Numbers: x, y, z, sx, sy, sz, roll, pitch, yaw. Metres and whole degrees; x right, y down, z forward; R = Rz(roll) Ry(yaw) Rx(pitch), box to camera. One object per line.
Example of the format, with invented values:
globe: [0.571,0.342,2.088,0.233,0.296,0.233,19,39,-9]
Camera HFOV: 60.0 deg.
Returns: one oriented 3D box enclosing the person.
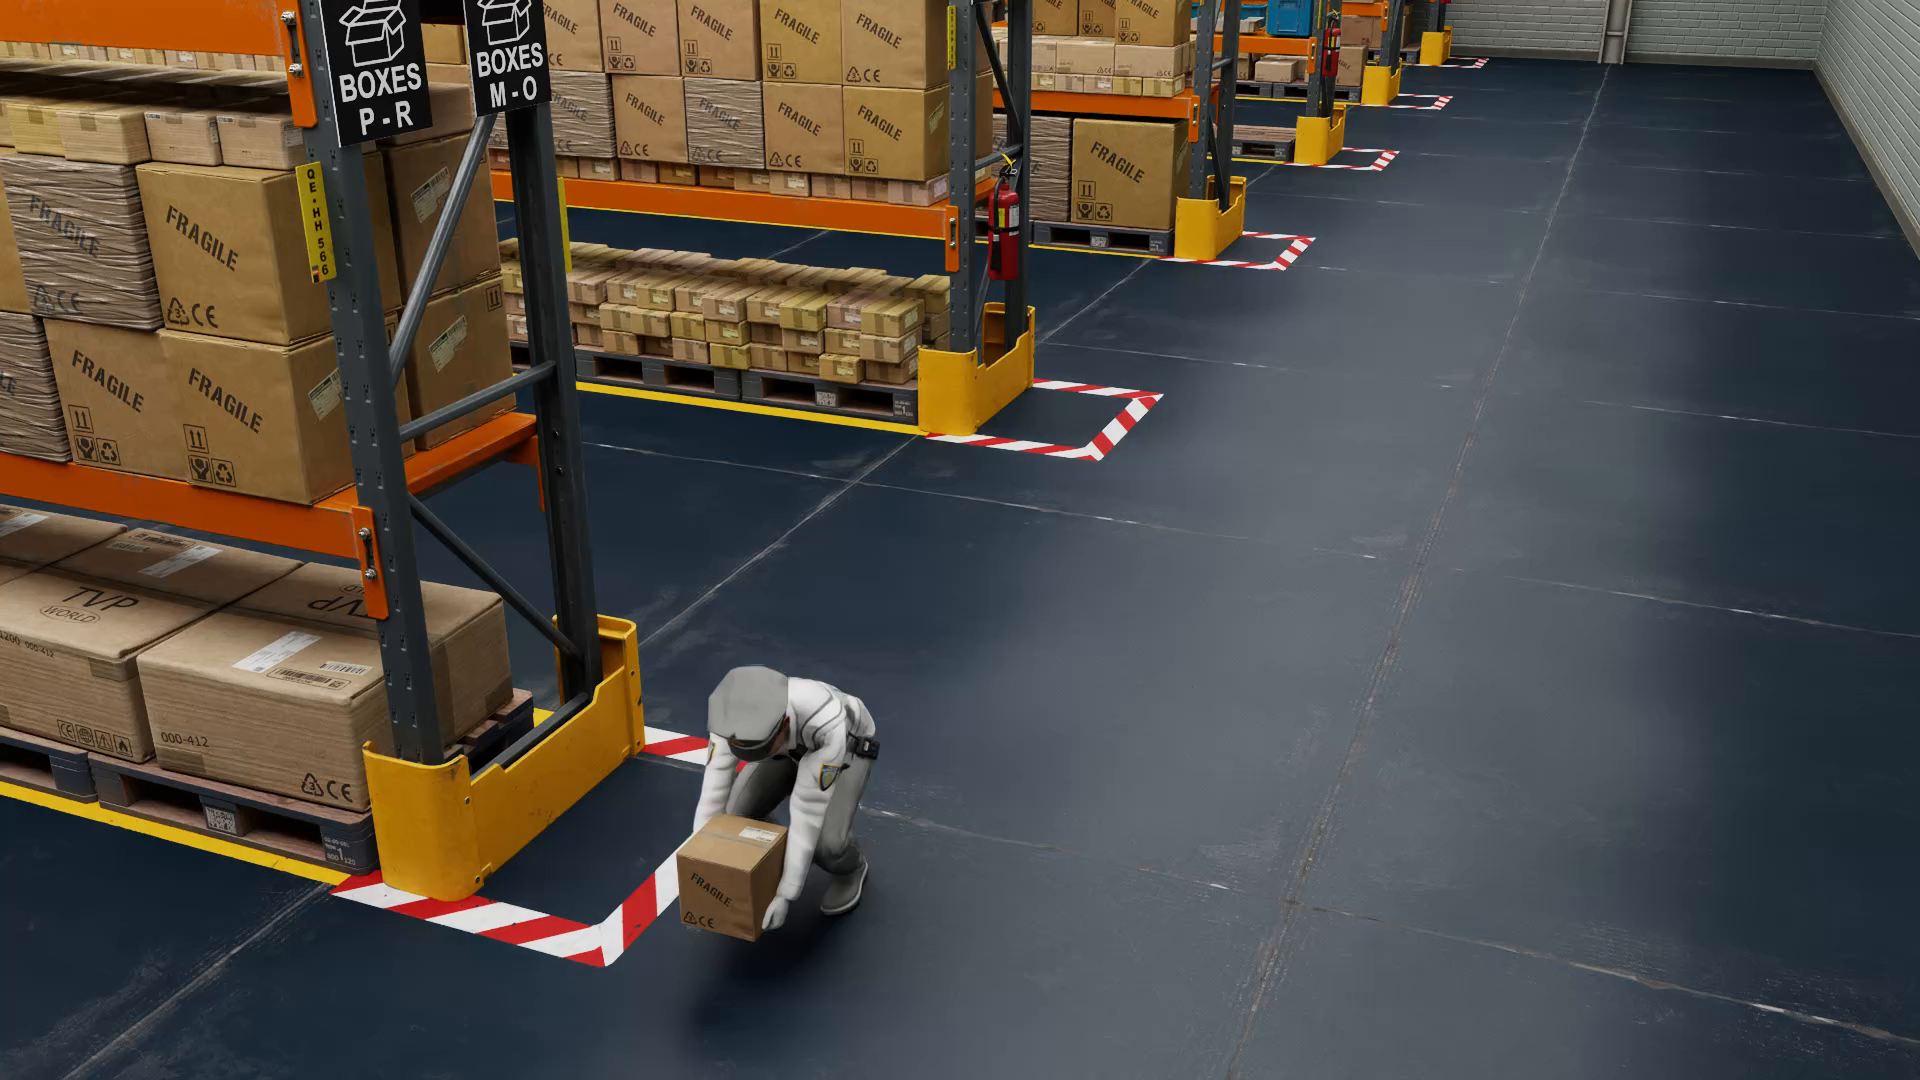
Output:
person: [-0.539,0.745,5.201,0.462,0.983,0.842,8,24,19]
